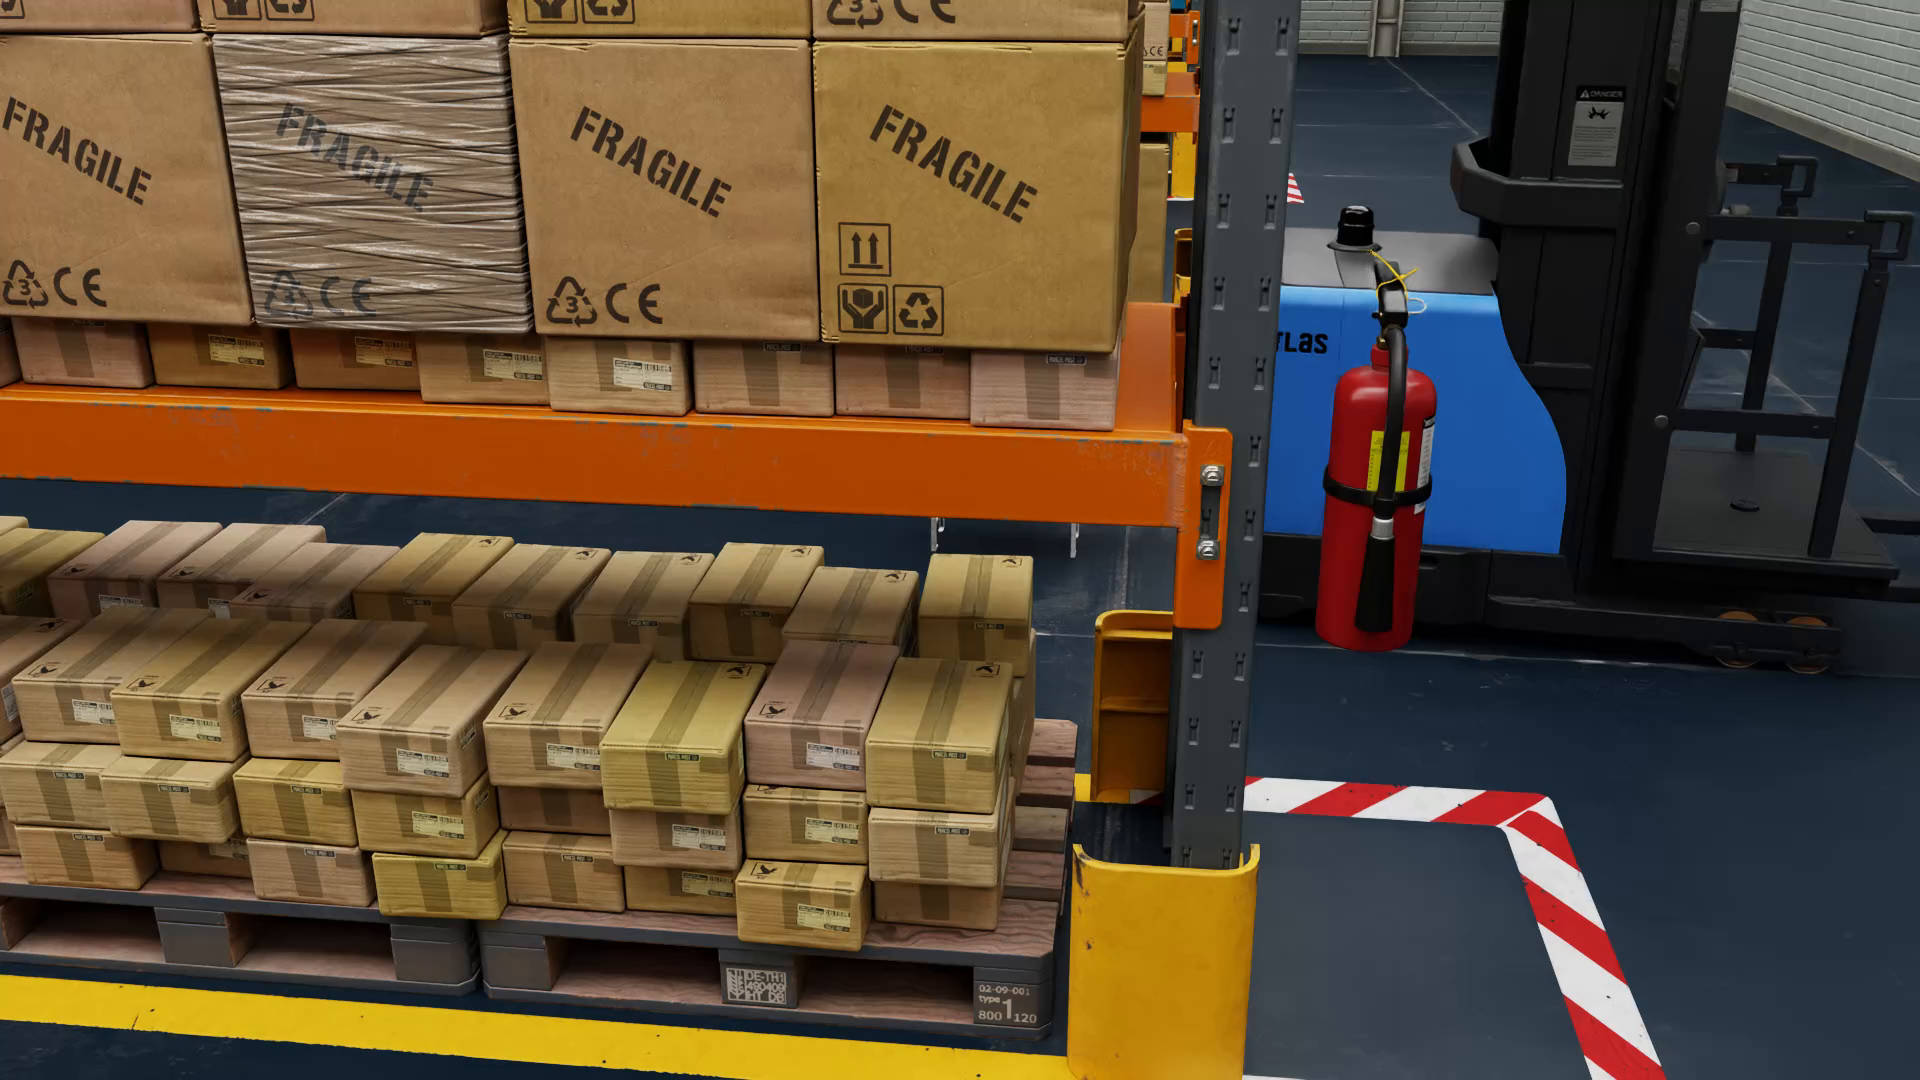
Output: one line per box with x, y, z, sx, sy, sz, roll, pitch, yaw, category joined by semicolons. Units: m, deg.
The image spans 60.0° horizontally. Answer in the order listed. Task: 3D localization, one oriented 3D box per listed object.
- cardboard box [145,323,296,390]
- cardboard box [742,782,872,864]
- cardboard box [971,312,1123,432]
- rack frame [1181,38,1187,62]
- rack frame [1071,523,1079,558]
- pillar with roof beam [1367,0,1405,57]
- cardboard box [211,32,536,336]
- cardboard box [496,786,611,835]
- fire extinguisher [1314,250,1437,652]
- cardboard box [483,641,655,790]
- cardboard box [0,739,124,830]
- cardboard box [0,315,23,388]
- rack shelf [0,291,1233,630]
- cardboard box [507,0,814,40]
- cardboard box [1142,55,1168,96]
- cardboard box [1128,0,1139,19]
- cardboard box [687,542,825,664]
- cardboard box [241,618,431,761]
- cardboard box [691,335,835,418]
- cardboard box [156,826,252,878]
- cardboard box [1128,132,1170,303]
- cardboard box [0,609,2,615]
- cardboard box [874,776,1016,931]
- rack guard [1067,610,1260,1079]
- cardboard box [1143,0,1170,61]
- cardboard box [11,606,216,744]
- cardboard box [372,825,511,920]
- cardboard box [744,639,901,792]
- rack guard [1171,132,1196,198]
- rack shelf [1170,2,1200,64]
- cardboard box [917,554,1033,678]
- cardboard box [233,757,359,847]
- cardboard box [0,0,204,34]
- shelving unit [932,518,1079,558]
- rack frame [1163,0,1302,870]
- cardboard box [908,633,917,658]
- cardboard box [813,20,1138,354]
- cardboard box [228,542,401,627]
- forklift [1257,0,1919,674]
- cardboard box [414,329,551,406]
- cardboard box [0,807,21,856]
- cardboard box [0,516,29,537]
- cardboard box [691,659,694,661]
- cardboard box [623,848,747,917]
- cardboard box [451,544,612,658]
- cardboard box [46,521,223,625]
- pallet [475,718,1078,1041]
-1.370;-0.422;3.269;0.250;0.149;0.380;3;22;7;cardboard box
-0.290;0.508;3.476;0.250;0.149;0.380;2;22;5;cardboard box
0.164;-0.328;3.032;0.250;0.149;0.380;3;22;6;cardboard box
2.375;-5.958;16.929;0.127;3.000;1.000;2;22;6;rack frame
0.407;-0.540;5.674;0.015;1.200;0.240;2;22;6;rack frame
5.231;-9.183;16.929;0.400;9.000;9.100;2;22;6;pillar with roof beam
-0.971;-0.687;3.058;0.500;0.500;0.500;3;22;6;cardboard box
-0.807;0.468;3.578;0.250;0.149;0.380;2;22;6;cardboard box
0.717;-0.146;2.841;0.183;0.674;0.296;2;22;6;fire extinguisher
-0.799;0.358;3.451;0.250;0.149;0.380;2;22;4;cardboard box
-1.839;0.460;3.598;0.250;0.149;0.380;2;22;6;cardboard box
-1.895;-0.420;3.263;0.250;0.149;0.380;3;22;9;cardboard box
-1.465;-0.286;3.563;4.000;0.370;1.077;2;22;6;rack shelf
-0.466;-1.135;2.830;0.500;0.500;0.500;2;22;4;cardboard box
0.813;-2.119;7.562;0.250;0.149;0.380;3;22;7;cardboard box
0.107;-1.300;3.249;0.500;0.500;0.500;2;22;6;cardboard box
-0.482;0.147;3.985;0.250;0.149;0.380;2;22;6;cardboard box
-1.321;0.315;3.561;0.250;0.149;0.380;2;22;4;cardboard box
-0.329;-0.358;3.108;0.250;0.149;0.380;2;22;6;cardboard box
-1.564;0.581;3.697;0.250;0.149;0.380;3;22;8;cardboard box
0.560;-1.547;8.091;0.875;0.875;0.875;2;22;6;cardboard box
-2.348;0.266;3.683;0.250;0.149;0.380;2;22;5;cardboard box
-0.026;0.650;3.523;0.250;0.149;0.380;3;22;7;cardboard box
0.446;0.625;3.679;0.348;0.500;1.175;2;22;6;rack guard
0.693;-2.334;7.562;0.500;0.250;0.500;2;22;5;cardboard box
-1.825;0.289;3.626;0.250;0.149;0.380;2;22;4;cardboard box
-1.053;0.638;3.552;0.250;0.149;0.380;2;22;4;cardboard box
-0.277;0.357;3.454;0.250;0.149;0.380;3;22;7;cardboard box
1.814;-2.990;12.824;0.348;0.500;1.175;2;22;6;rack guard
-0.198;-3.901;12.706;4.000;0.370;1.077;2;22;6;rack shelf
0.041;0.173;3.920;0.250;0.149;0.380;2;22;4;cardboard box
-1.321;0.482;3.543;0.250;0.149;0.380;4;22;9;cardboard box
-1.509;-1.176;2.934;0.500;0.500;0.500;2;22;4;cardboard box
0.164;-0.551;5.701;0.503;1.200;0.258;2;22;6;shelving unit
0.521;-0.534;3.212;0.127;3.000;1.000;2;22;6;rack frame
-0.234;0.309;3.980;0.250;0.149;0.380;2;22;6;cardboard box
0.045;-0.645;2.950;0.500;0.500;0.500;3;22;7;cardboard box
-1.529;0.147;3.985;0.250;0.149;0.380;3;22;6;cardboard box
2.344;-1.179;4.935;3.031;2.935;1.130;4;22;11;forklift
-0.843;-0.383;3.170;0.250;0.149;0.380;2;22;4;cardboard box
-2.081;0.551;3.773;0.250;0.149;0.380;2;22;4;cardboard box
-2.560;0.072;4.176;0.250;0.149;0.380;2;22;6;cardboard box
-0.729;0.280;4.054;0.250;0.149;0.380;3;22;8;cardboard box
-0.545;0.632;3.567;0.250;0.149;0.380;2;22;6;cardboard box
-1.012;0.151;3.975;0.250;0.149;0.380;3;22;8;cardboard box
-2.032;0.089;4.132;0.250;0.149;0.380;1;22;4;cardboard box
-0.357;0.711;3.854;1.213;0.211;1.003;2;22;6;pallet
